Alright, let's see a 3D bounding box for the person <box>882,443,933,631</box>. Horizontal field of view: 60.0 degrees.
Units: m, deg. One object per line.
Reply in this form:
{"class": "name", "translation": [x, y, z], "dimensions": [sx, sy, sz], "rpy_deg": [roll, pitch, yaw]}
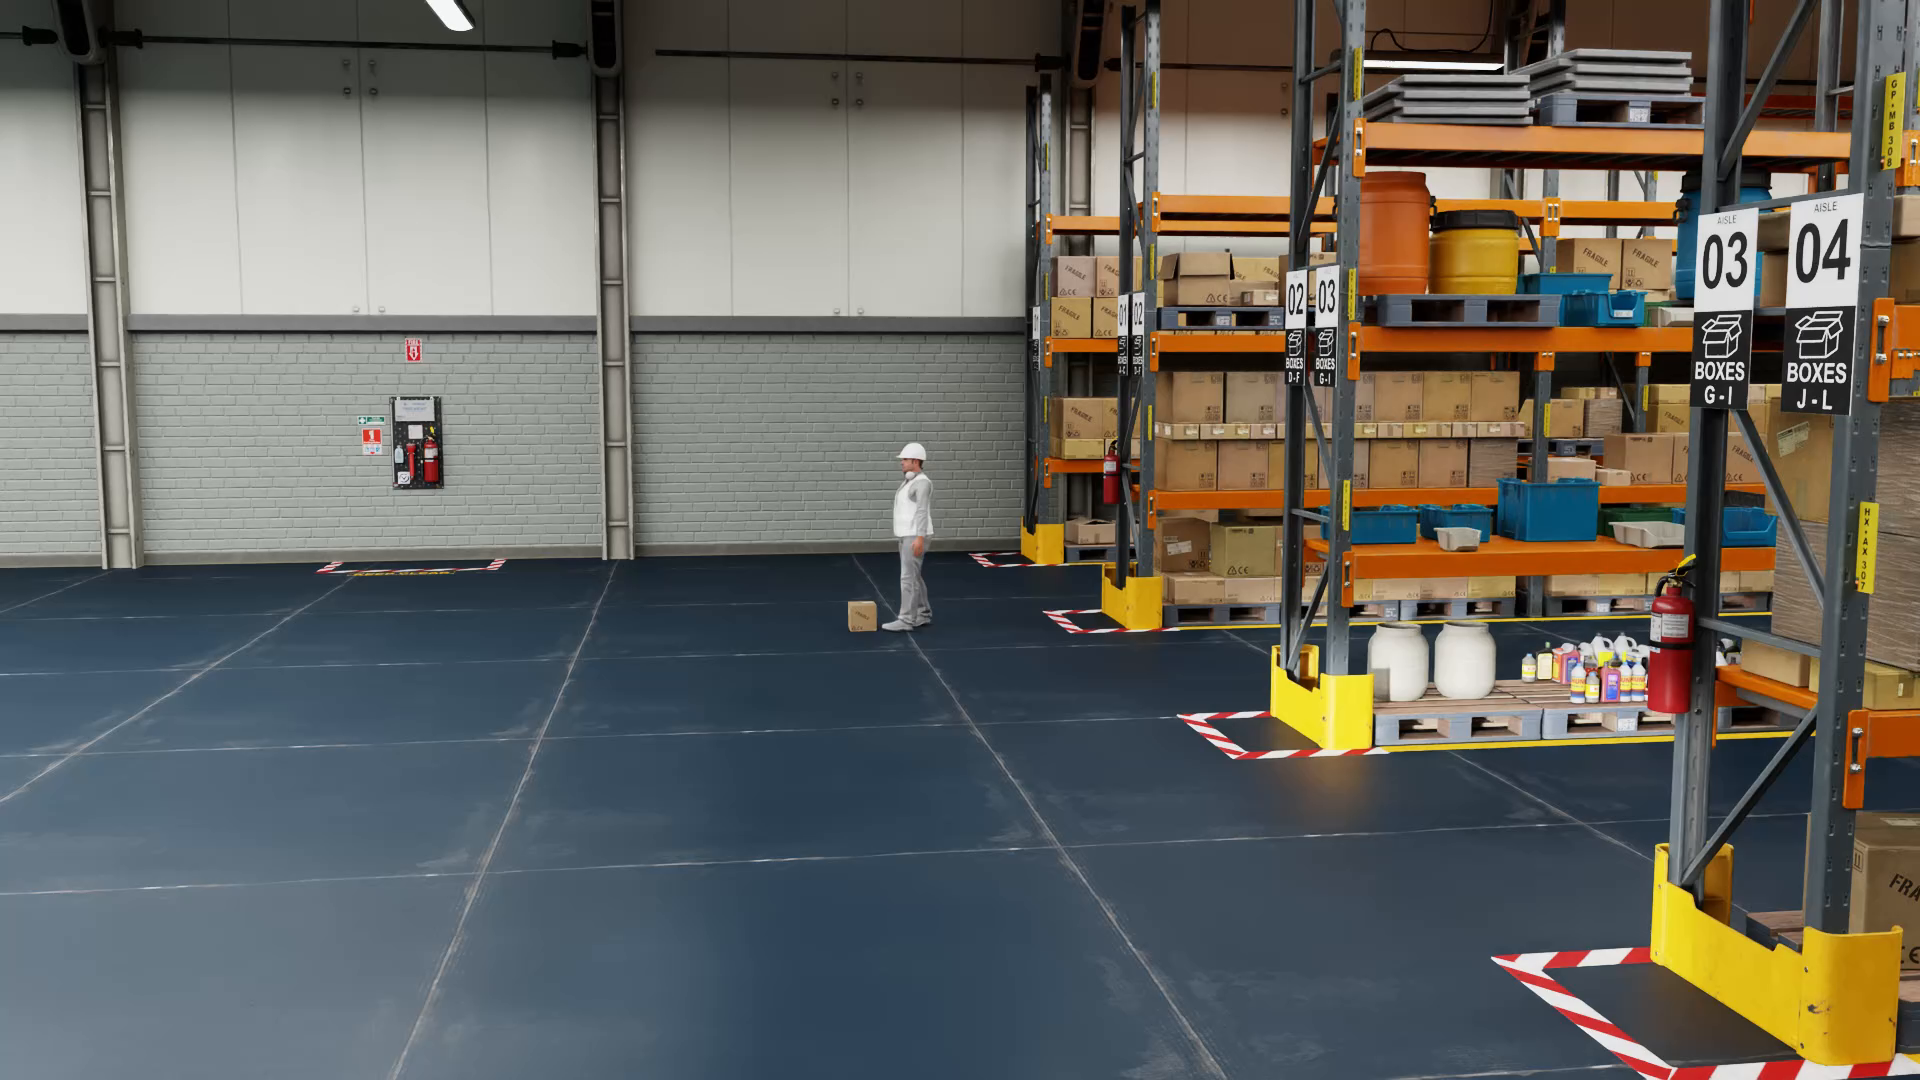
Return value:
{"class": "person", "translation": [-0.494, -0.030, 15.869], "dimensions": [0.563, 1.784, 0.566], "rpy_deg": [-2, 7, -15]}
